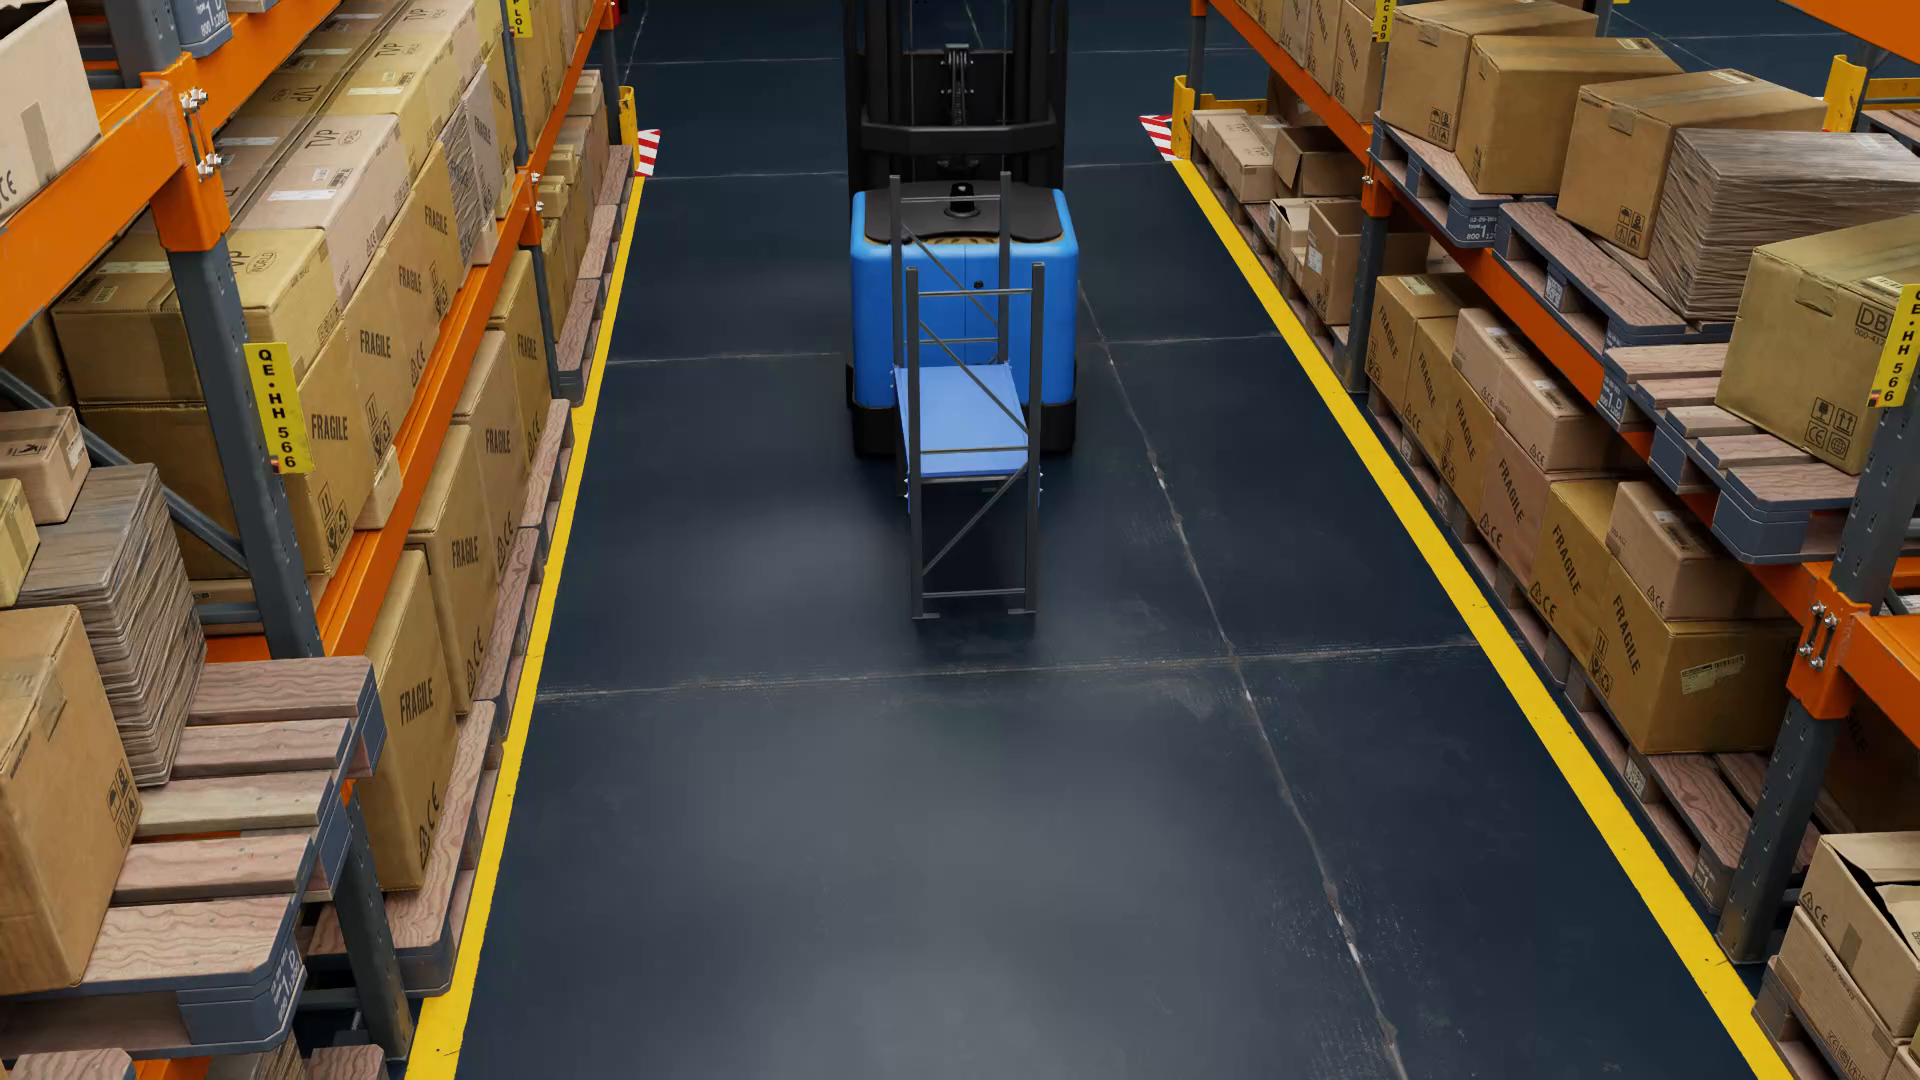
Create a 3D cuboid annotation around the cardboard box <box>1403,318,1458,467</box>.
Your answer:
[{"bbox_3d":[2.338,-0.668,7.452,0.500,0.500,0.500,-2,31,-4],"label":"cardboard box"}]

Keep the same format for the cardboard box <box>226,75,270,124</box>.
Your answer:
[{"bbox_3d":[-2.522,-1.308,5.377,0.500,0.250,0.500,-3,31,-6],"label":"cardboard box"}]

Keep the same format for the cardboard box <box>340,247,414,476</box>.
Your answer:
[{"bbox_3d":[-1.914,-0.509,4.770,0.500,0.500,0.500,-2,31,-3],"label":"cardboard box"}]

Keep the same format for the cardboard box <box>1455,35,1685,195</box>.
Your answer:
[{"bbox_3d":[2.423,-1.706,6.673,0.700,0.500,0.500,2,31,3],"label":"cardboard box"}]

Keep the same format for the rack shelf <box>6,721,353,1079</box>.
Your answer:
[{"bbox_3d":[-1.897,1.528,2.468,1.077,0.370,4.000,-3,31,-5],"label":"rack shelf"}]

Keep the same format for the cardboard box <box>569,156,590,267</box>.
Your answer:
[{"bbox_3d":[-2.515,-1.856,9.461,0.700,0.500,0.500,-2,31,-3],"label":"cardboard box"}]

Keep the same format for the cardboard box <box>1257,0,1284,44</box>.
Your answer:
[{"bbox_3d":[2.022,-3.154,9.508,0.500,0.500,0.500,-2,31,-4],"label":"cardboard box"}]

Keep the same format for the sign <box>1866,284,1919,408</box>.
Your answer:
[{"bbox_3d":[2.309,-0.473,4.065,0.100,0.325,0.005,-3,31,-5],"label":"sign"}]

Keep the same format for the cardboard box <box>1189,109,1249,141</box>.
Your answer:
[{"bbox_3d":[1.798,-2.860,11.464,0.380,0.149,0.250,-3,31,-5],"label":"cardboard box"}]

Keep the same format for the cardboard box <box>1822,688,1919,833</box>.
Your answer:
[{"bbox_3d":[3.090,0.597,5.333,0.500,0.500,0.500,-1,31,-2],"label":"cardboard box"}]

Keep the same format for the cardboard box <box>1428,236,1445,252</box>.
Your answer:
[{"bbox_3d":[2.560,-1.721,9.541,0.380,0.166,0.250,-3,31,-5],"label":"cardboard box"}]

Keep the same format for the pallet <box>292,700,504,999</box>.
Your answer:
[{"bbox_3d":[-2.082,0.989,5.388,1.003,0.211,1.213,-3,31,-5],"label":"pallet"}]

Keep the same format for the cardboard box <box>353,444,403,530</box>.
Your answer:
[{"bbox_3d":[-1.839,-0.150,4.802,0.380,0.149,0.250,-2,31,-3],"label":"cardboard box"}]

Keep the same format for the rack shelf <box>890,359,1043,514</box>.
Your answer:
[{"bbox_3d":[0.008,-0.446,6.885,0.538,0.185,1.000,-3,31,-5],"label":"rack shelf"}]

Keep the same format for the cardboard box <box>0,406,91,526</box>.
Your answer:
[{"bbox_3d":[-2.022,-0.137,3.395,0.380,0.149,0.250,-7,32,-11],"label":"cardboard box"}]

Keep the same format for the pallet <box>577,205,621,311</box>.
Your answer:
[{"bbox_3d":[-2.568,-1.663,9.828,1.003,0.211,1.213,-3,31,-5],"label":"pallet"}]

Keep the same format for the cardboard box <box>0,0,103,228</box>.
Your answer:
[{"bbox_3d":[-1.748,-0.705,2.647,0.500,0.311,0.500,-3,31,-5],"label":"cardboard box"}]

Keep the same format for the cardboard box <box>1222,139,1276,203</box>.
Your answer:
[{"bbox_3d":[1.962,-2.332,10.481,0.500,0.250,0.500,-3,31,-5],"label":"cardboard box"}]

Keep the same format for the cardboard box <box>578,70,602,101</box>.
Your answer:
[{"bbox_3d":[-2.473,-2.862,10.512,0.380,0.149,0.250,-3,31,-5],"label":"cardboard box"}]

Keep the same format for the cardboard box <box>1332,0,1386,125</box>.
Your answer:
[{"bbox_3d":[2.172,-2.369,8.193,0.500,0.500,0.500,-2,31,-4],"label":"cardboard box"}]

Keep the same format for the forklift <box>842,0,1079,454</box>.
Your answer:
[{"bbox_3d":[-0.031,-2.383,8.381,1.130,2.935,3.031,-1,31,-2],"label":"forklift"}]

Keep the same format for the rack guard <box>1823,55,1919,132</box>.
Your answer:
[{"bbox_3d":[7.017,-3.299,12.286,1.175,0.500,0.348,-3,31,-5],"label":"rack guard"}]

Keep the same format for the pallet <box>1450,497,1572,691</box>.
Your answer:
[{"bbox_3d":[2.705,0.152,6.790,1.003,0.211,1.213,-3,31,-5],"label":"pallet"}]

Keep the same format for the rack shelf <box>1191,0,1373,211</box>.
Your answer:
[{"bbox_3d":[2.287,-2.795,9.706,1.077,0.370,4.000,-3,31,-5],"label":"rack shelf"}]

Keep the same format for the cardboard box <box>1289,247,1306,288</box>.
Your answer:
[{"bbox_3d":[2.044,-1.514,9.210,0.380,0.149,0.250,-3,31,-5],"label":"cardboard box"}]

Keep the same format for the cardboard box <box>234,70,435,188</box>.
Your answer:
[{"bbox_3d":[-2.025,-1.337,5.424,0.500,0.250,0.500,-3,31,-6],"label":"cardboard box"}]

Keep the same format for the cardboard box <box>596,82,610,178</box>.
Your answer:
[{"bbox_3d":[-2.666,-2.641,10.774,0.700,0.500,0.500,-3,31,-5],"label":"cardboard box"}]

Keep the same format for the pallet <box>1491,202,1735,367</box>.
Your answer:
[{"bbox_3d":[2.662,-0.951,6.104,1.003,0.211,1.213,-3,31,-5],"label":"pallet"}]

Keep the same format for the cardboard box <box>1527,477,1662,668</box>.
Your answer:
[{"bbox_3d":[2.479,0.113,6.144,0.500,0.500,0.500,-4,31,-6],"label":"cardboard box"}]

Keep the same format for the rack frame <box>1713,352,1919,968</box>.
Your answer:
[{"bbox_3d":[2.848,-0.041,4.393,1.000,3.000,0.127,-3,31,-5],"label":"rack frame"}]

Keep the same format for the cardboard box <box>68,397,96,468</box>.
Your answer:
[{"bbox_3d":[-2.390,-0.209,4.268,0.500,0.500,0.500,-3,31,-4],"label":"cardboard box"}]

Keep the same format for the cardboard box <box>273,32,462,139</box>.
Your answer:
[{"bbox_3d":[-2.073,-1.597,5.860,0.500,0.250,0.500,-2,31,-4],"label":"cardboard box"}]

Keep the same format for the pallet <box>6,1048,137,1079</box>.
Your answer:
[{"bbox_3d":[-1.858,1.289,2.353,1.003,0.211,1.213,-3,31,-5],"label":"pallet"}]

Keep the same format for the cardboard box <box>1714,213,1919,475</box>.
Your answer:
[{"bbox_3d":[2.677,-0.580,4.789,0.700,0.500,0.500,-13,33,-21],"label":"cardboard box"}]

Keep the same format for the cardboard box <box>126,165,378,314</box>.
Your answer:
[{"bbox_3d":[-1.920,-0.821,4.561,0.500,0.250,0.500,-3,31,-5],"label":"cardboard box"}]

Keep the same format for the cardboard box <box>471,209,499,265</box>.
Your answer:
[{"bbox_3d":[-2.034,-1.191,6.545,0.380,0.149,0.250,-3,31,-5],"label":"cardboard box"}]

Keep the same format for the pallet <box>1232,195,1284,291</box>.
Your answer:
[{"bbox_3d":[2.294,-1.861,10.160,1.003,0.211,1.213,-3,31,-5],"label":"pallet"}]

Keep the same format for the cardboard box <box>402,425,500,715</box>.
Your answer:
[{"bbox_3d":[-2.097,0.112,5.825,0.750,0.750,0.750,-3,31,-5],"label":"cardboard box"}]

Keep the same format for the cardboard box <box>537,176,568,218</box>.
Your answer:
[{"bbox_3d":[-2.275,-1.800,8.733,0.380,0.149,0.250,-2,31,-3],"label":"cardboard box"}]

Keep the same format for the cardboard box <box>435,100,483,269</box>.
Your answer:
[{"bbox_3d":[-2.067,-1.283,6.065,0.500,0.500,0.500,-3,31,-4],"label":"cardboard box"}]

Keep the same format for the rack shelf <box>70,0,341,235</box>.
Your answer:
[{"bbox_3d":[-2.270,-1.802,5.117,1.077,0.370,4.000,-3,31,-5],"label":"rack shelf"}]

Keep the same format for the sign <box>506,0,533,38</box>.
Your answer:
[{"bbox_3d":[-1.918,-2.338,7.187,0.100,0.325,0.005,-3,31,-5],"label":"sign"}]

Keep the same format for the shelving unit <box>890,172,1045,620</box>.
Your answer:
[{"bbox_3d":[0.008,-0.600,6.792,0.538,1.500,1.048,-3,31,-5],"label":"shelving unit"}]

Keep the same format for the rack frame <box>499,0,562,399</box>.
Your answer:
[{"bbox_3d":[-2.457,-1.844,7.412,1.000,3.000,0.127,-3,31,-5],"label":"rack frame"}]

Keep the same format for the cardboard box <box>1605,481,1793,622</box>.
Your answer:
[{"bbox_3d":[2.517,0.027,5.557,0.500,0.250,0.500,-2,31,-3],"label":"cardboard box"}]

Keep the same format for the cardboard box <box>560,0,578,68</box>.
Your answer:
[{"bbox_3d":[-2.632,-2.994,9.045,0.980,0.700,0.700,-4,31,-7],"label":"cardboard box"}]

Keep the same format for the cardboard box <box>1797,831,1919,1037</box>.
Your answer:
[{"bbox_3d":[2.605,1.000,4.376,0.500,0.311,0.500,-2,31,-3],"label":"cardboard box"}]

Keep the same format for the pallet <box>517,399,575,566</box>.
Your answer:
[{"bbox_3d":[-2.310,-0.256,7.473,1.003,0.211,1.213,-3,31,-5],"label":"pallet"}]

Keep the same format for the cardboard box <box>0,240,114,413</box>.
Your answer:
[{"bbox_3d":[-2.384,-0.522,4.060,0.500,0.250,0.500,-2,31,-3],"label":"cardboard box"}]
